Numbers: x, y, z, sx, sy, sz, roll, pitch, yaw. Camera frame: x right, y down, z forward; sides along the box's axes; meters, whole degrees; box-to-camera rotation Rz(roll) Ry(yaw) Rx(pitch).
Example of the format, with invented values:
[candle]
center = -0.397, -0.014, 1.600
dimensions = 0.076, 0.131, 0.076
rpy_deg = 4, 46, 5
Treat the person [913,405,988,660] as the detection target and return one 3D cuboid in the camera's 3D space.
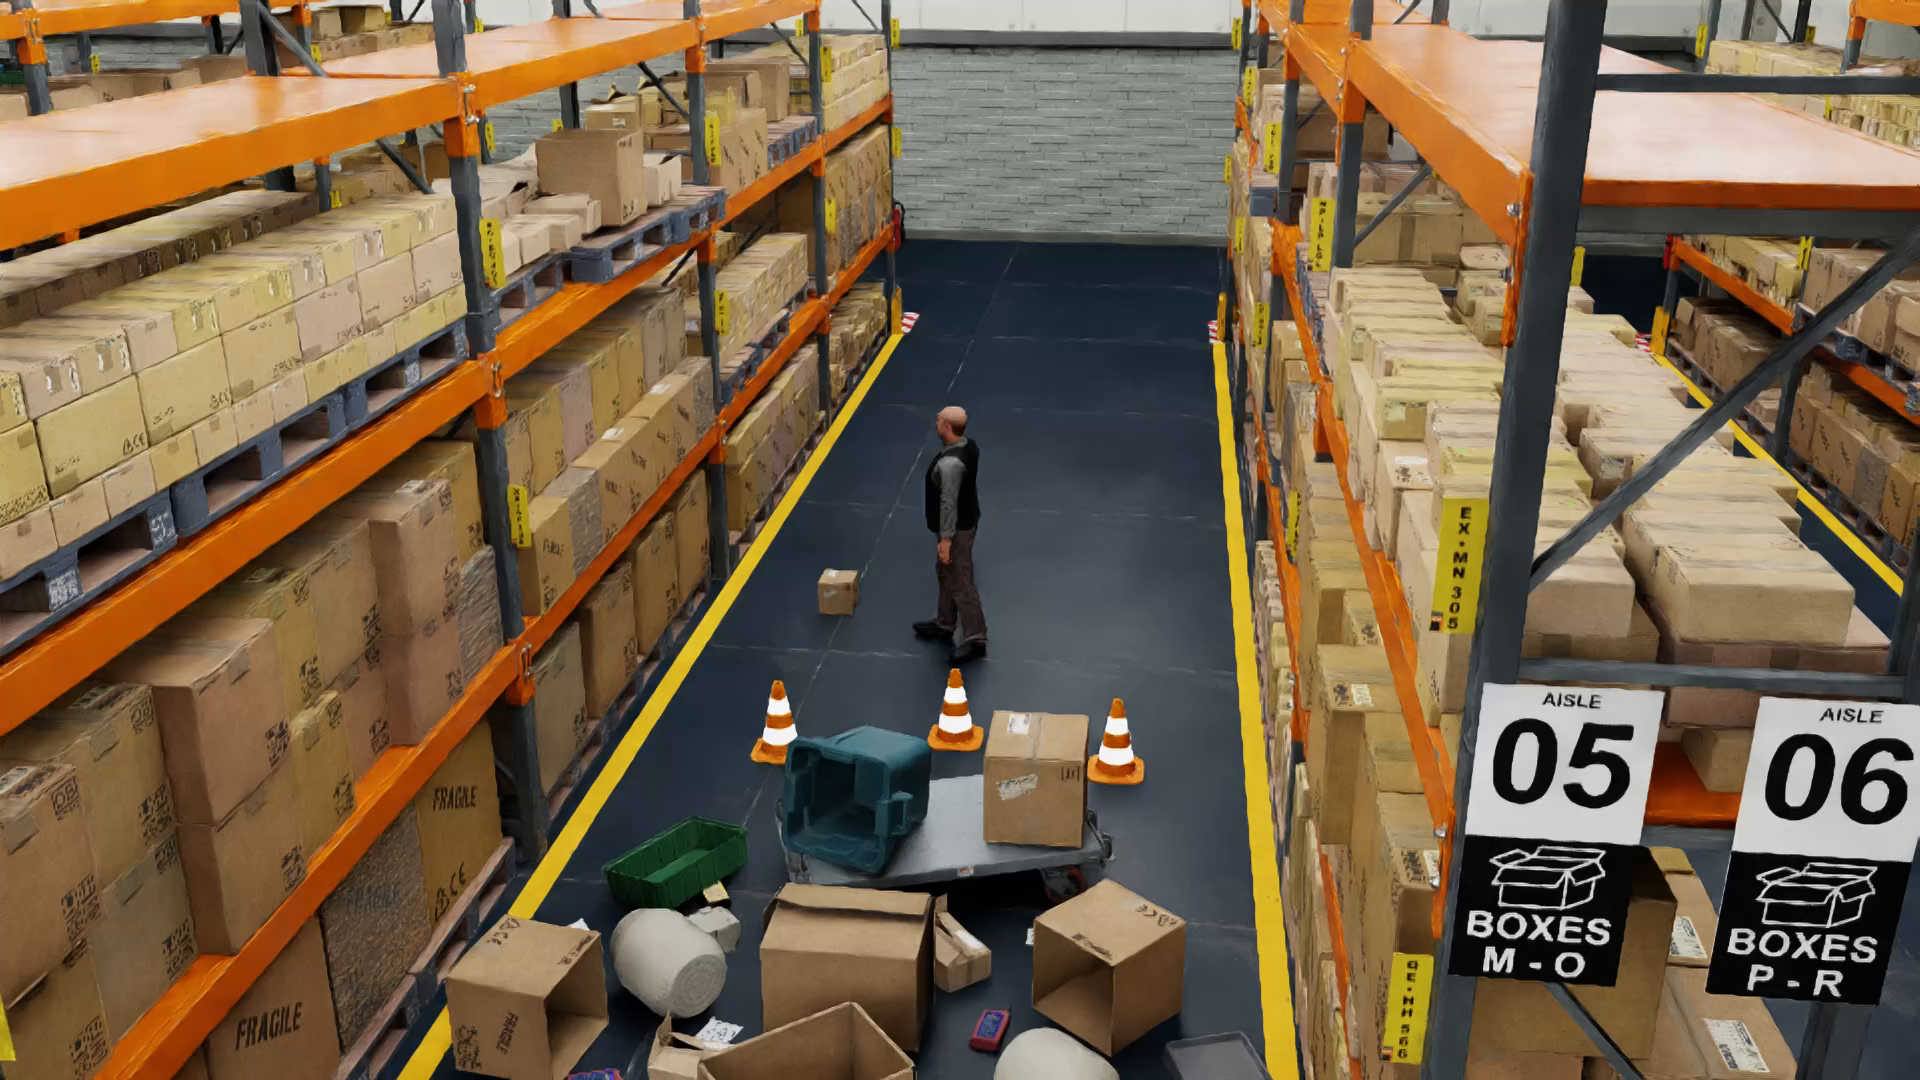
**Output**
[person]
center = -0.070, -0.091, 11.322
dimensions = 0.577, 1.722, 0.689
rpy_deg = 3, 21, 9
